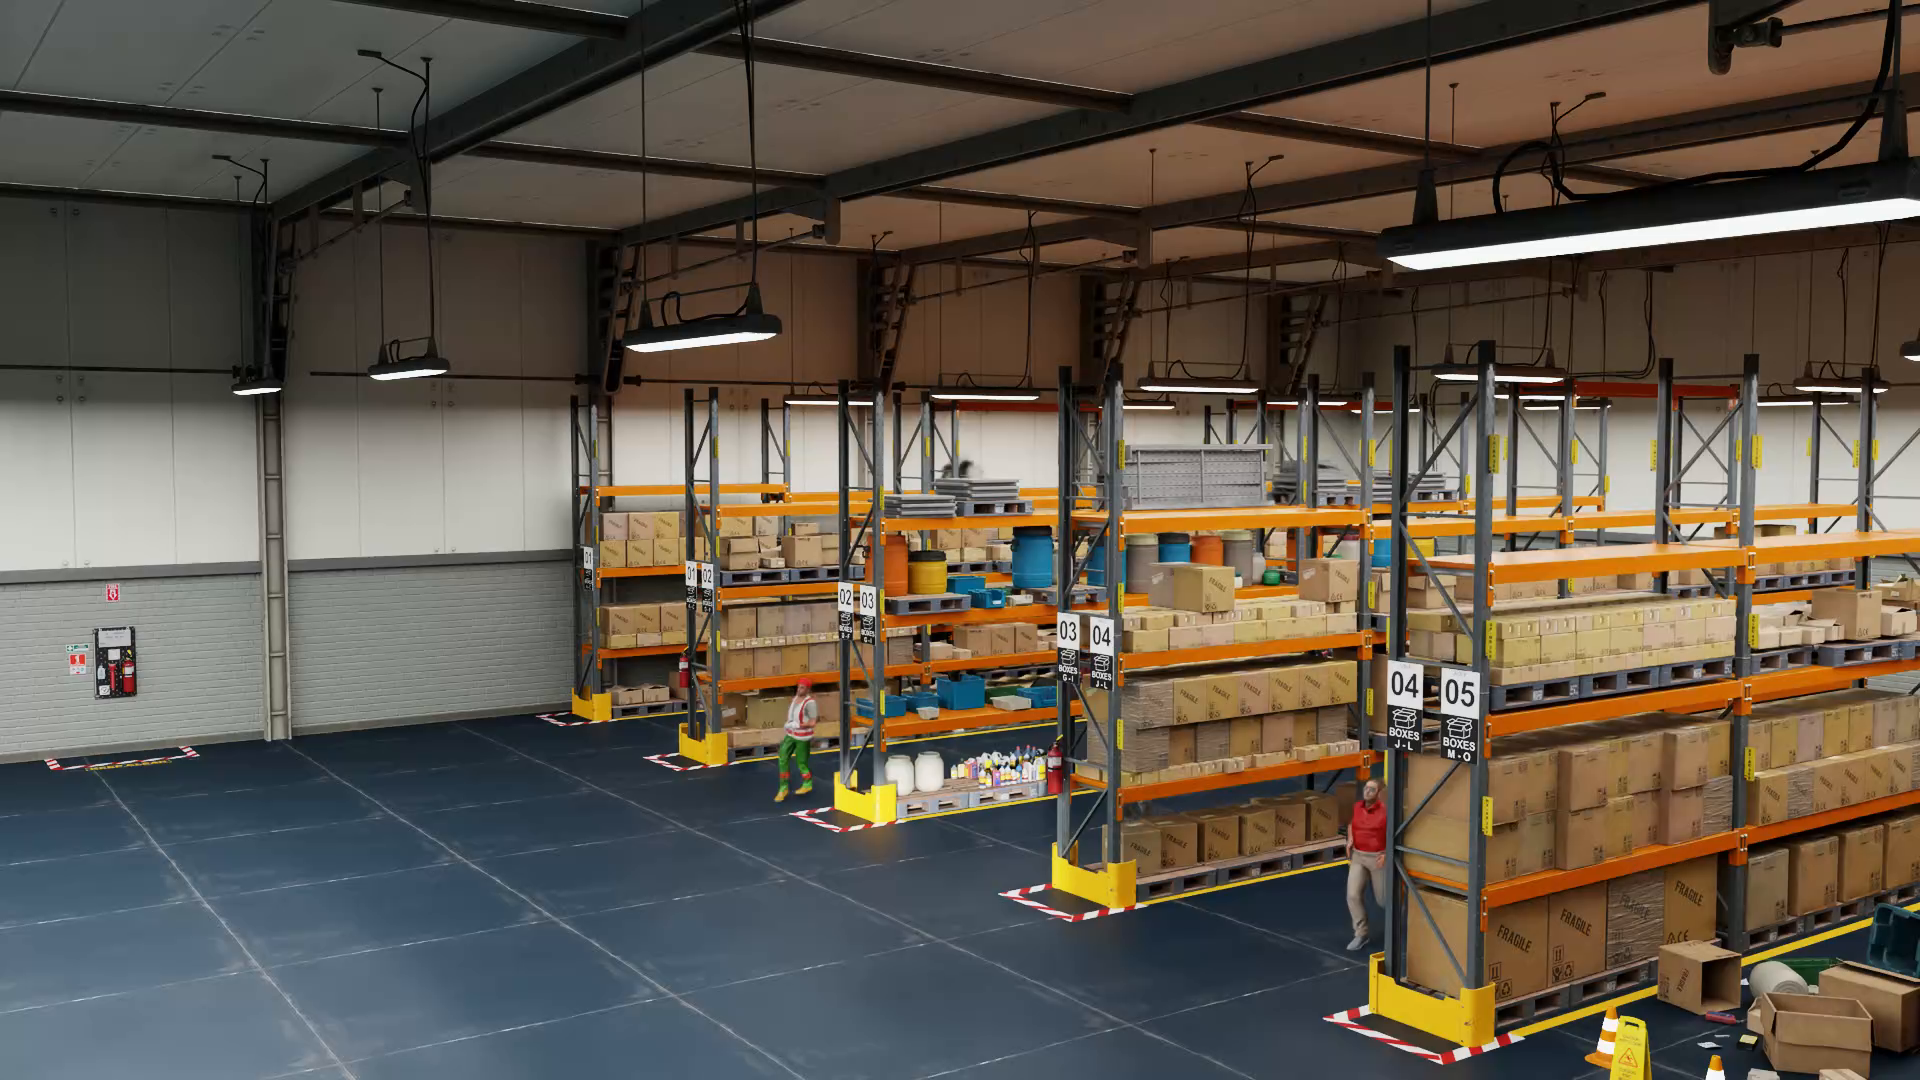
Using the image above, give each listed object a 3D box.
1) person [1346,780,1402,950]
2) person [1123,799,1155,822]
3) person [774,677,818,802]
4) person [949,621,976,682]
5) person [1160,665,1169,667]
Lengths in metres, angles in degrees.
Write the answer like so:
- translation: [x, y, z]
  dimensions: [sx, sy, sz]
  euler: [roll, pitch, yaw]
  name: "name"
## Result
- translation: [4.258, 3.315, 17.138]
  dimensions: [0.656, 1.710, 0.890]
  euler: [3, 4, 36]
  name: "person"
- translation: [2.298, 2.990, 21.618]
  dimensions: [0.633, 1.788, 0.726]
  euler: [3, 5, 43]
  name: "person"
- translation: [-2.266, 2.857, 23.817]
  dimensions: [0.650, 1.819, 0.706]
  euler: [2, 4, 33]
  name: "person"
- translation: [0.083, 2.307, 32.382]
  dimensions: [0.988, 1.809, 0.677]
  euler: [-3, 5, -45]
  name: "person"
- translation: [3.529, 2.660, 28.158]
  dimensions: [0.743, 1.652, 0.562]
  euler: [-2, 4, -30]
  name: "person"
